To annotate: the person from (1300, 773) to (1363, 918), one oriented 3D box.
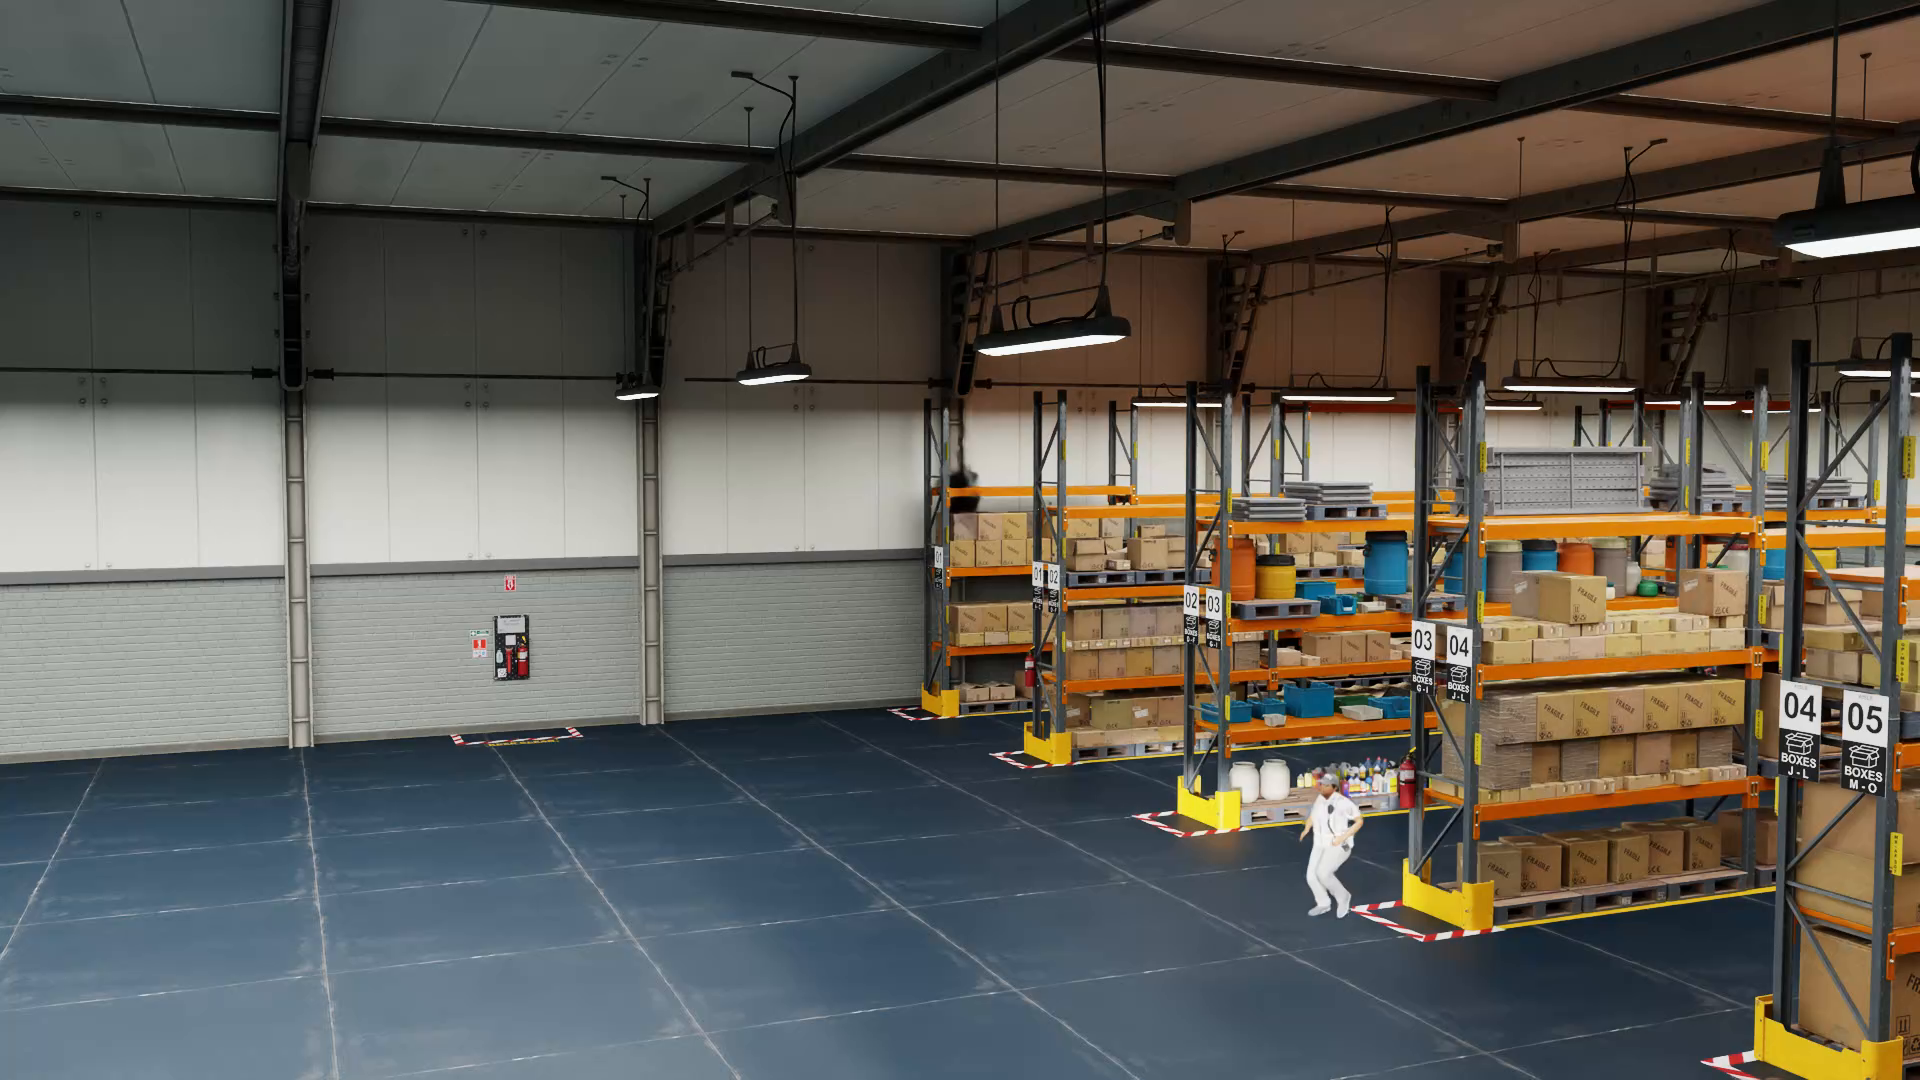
[{"bbox_3d":[3.976,3.320,17.973,0.573,1.613,0.708,-2,4,-35],"label":"person"}]
